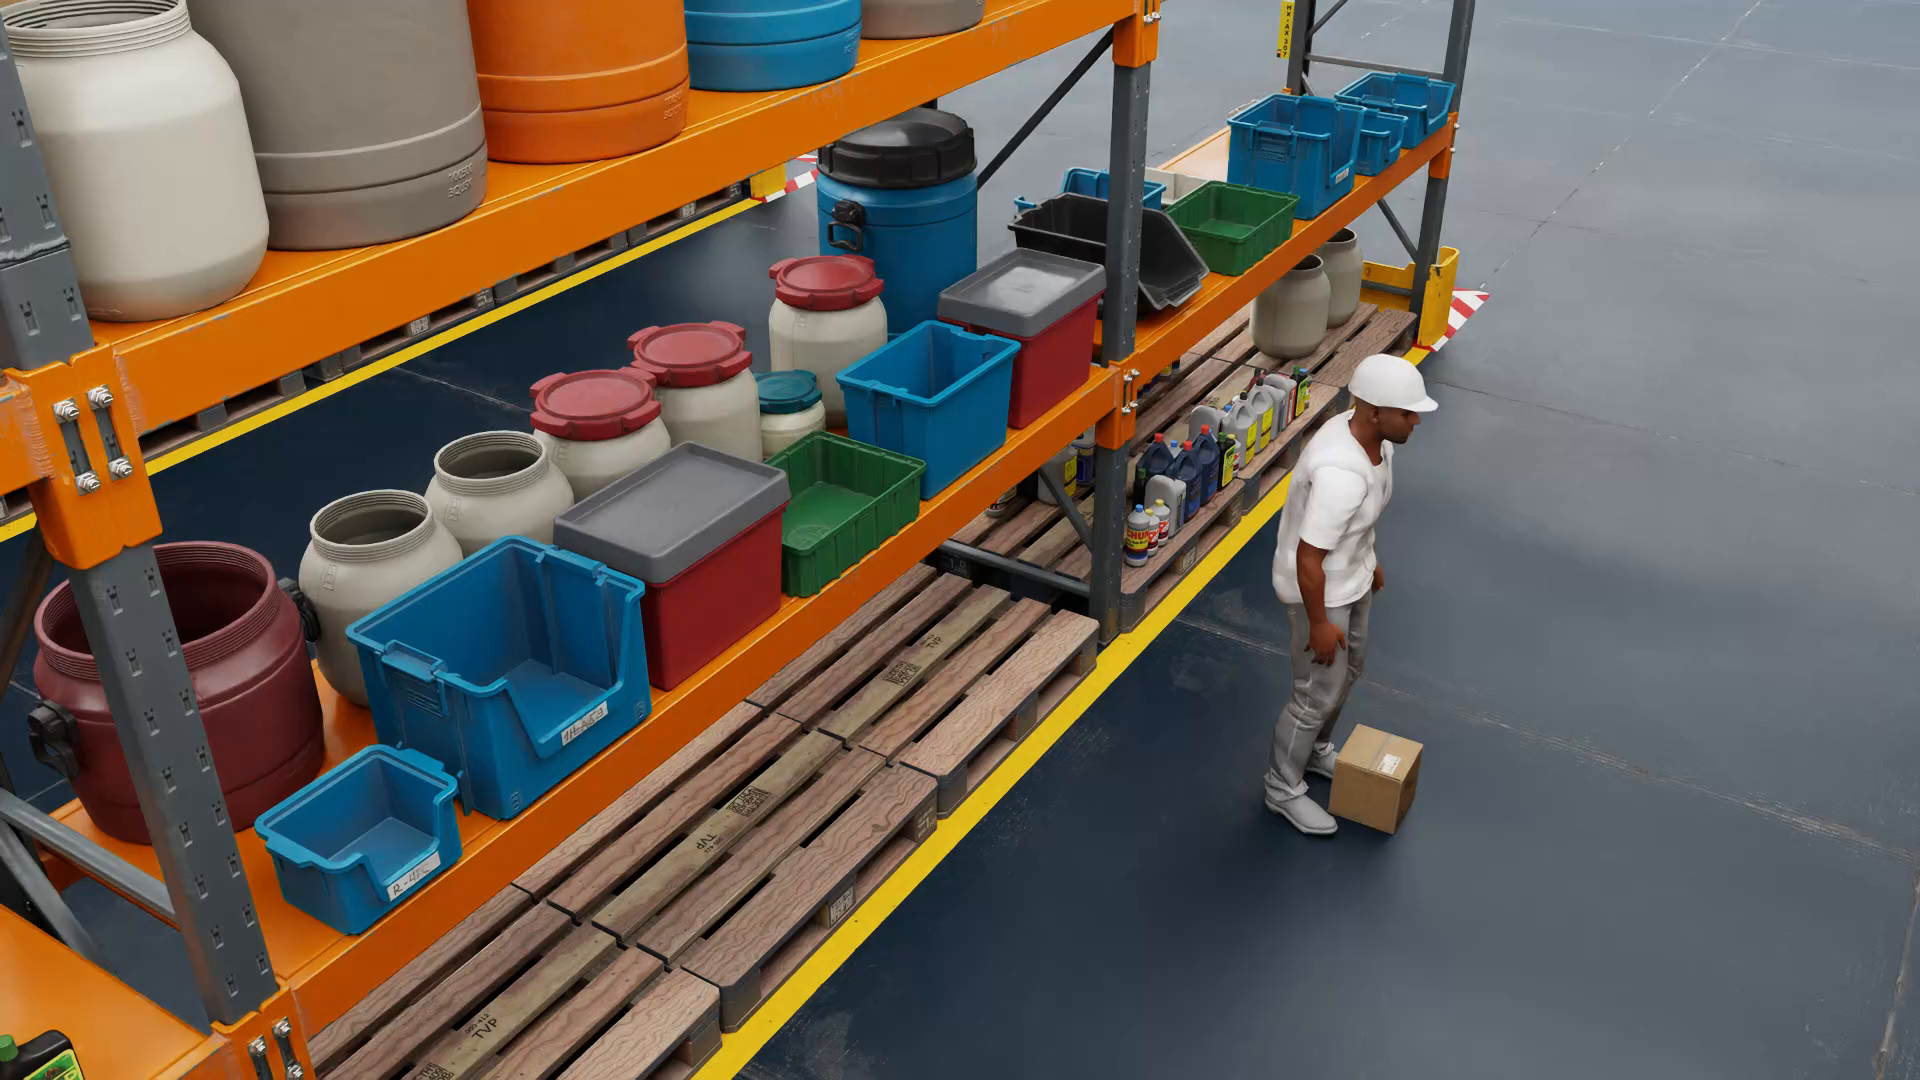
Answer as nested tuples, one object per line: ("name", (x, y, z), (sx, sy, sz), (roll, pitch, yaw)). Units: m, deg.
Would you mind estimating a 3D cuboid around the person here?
("person", (1.334, 0.164, 5.831), (0.454, 1.761, 0.636), (16, 34, 25))
